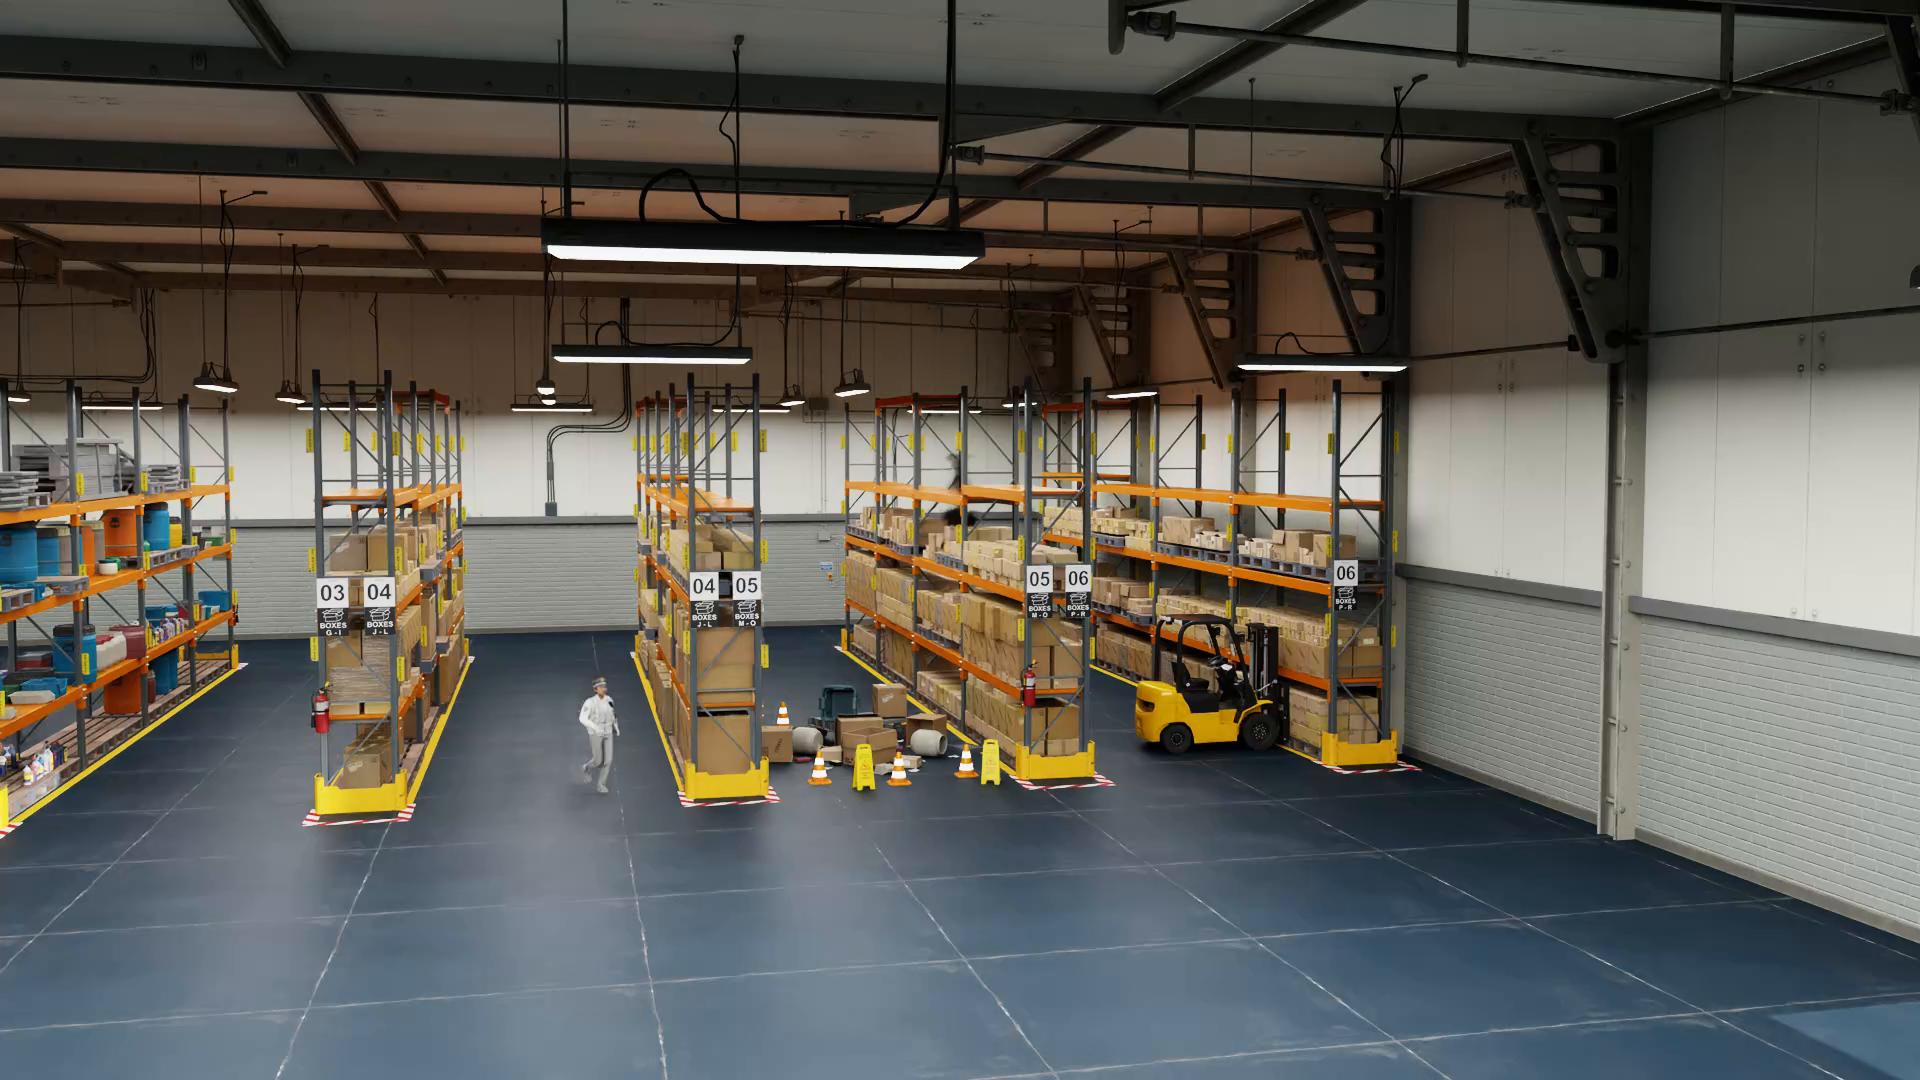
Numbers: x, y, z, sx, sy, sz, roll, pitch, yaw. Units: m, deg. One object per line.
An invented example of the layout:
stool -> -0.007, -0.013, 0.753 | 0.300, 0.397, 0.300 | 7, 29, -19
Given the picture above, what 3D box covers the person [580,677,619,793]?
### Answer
person -> -5.189, 2.797, 23.944 | 0.609, 1.642, 0.611 | -3, 4, -41
